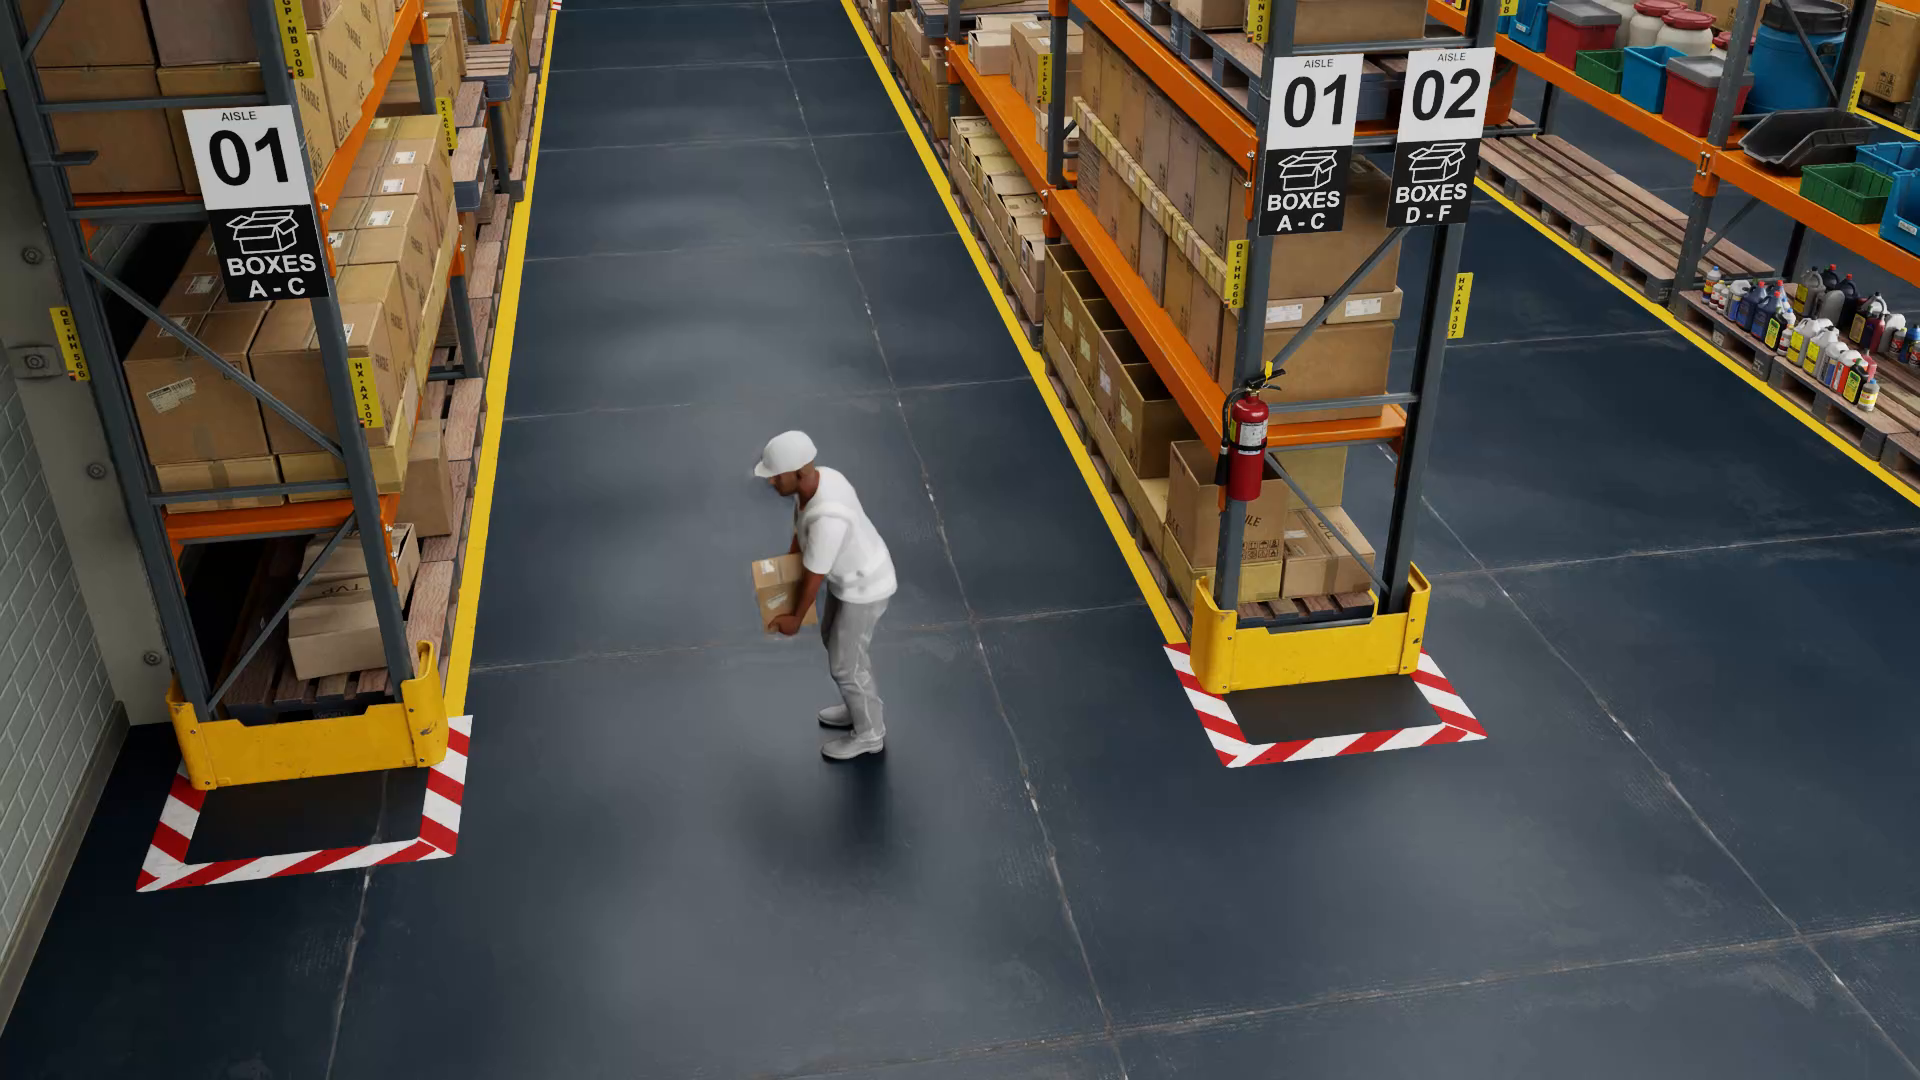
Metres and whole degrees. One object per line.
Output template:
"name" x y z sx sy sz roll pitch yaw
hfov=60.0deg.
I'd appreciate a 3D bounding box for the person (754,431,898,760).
"person" -0.609 0.244 7.765 0.622 1.697 0.495 -6 31 -10
